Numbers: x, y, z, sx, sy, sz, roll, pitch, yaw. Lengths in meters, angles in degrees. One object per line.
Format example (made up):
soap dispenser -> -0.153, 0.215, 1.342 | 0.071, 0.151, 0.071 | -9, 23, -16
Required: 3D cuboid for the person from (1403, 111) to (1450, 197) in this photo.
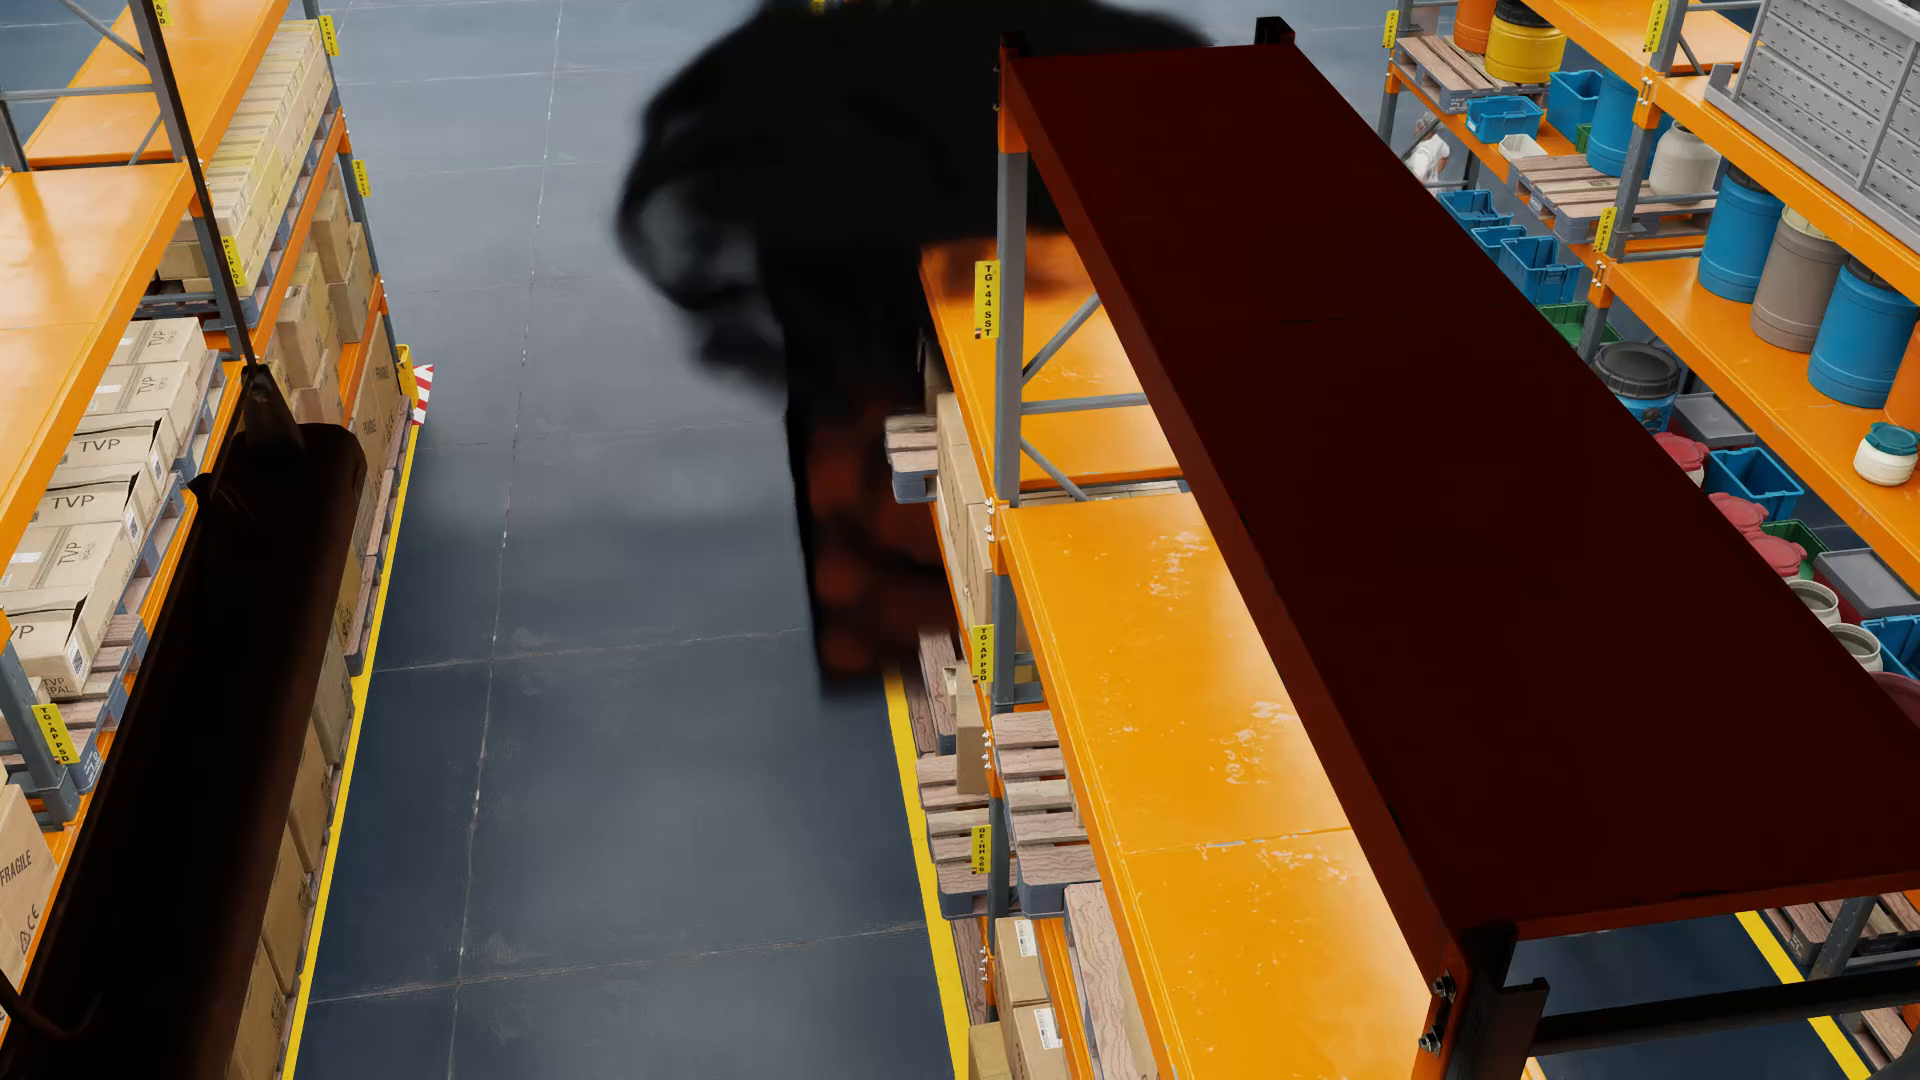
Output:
person -> 4.600, -3.508, 16.773 | 0.555, 1.718, 0.675 | 16, 39, 21
